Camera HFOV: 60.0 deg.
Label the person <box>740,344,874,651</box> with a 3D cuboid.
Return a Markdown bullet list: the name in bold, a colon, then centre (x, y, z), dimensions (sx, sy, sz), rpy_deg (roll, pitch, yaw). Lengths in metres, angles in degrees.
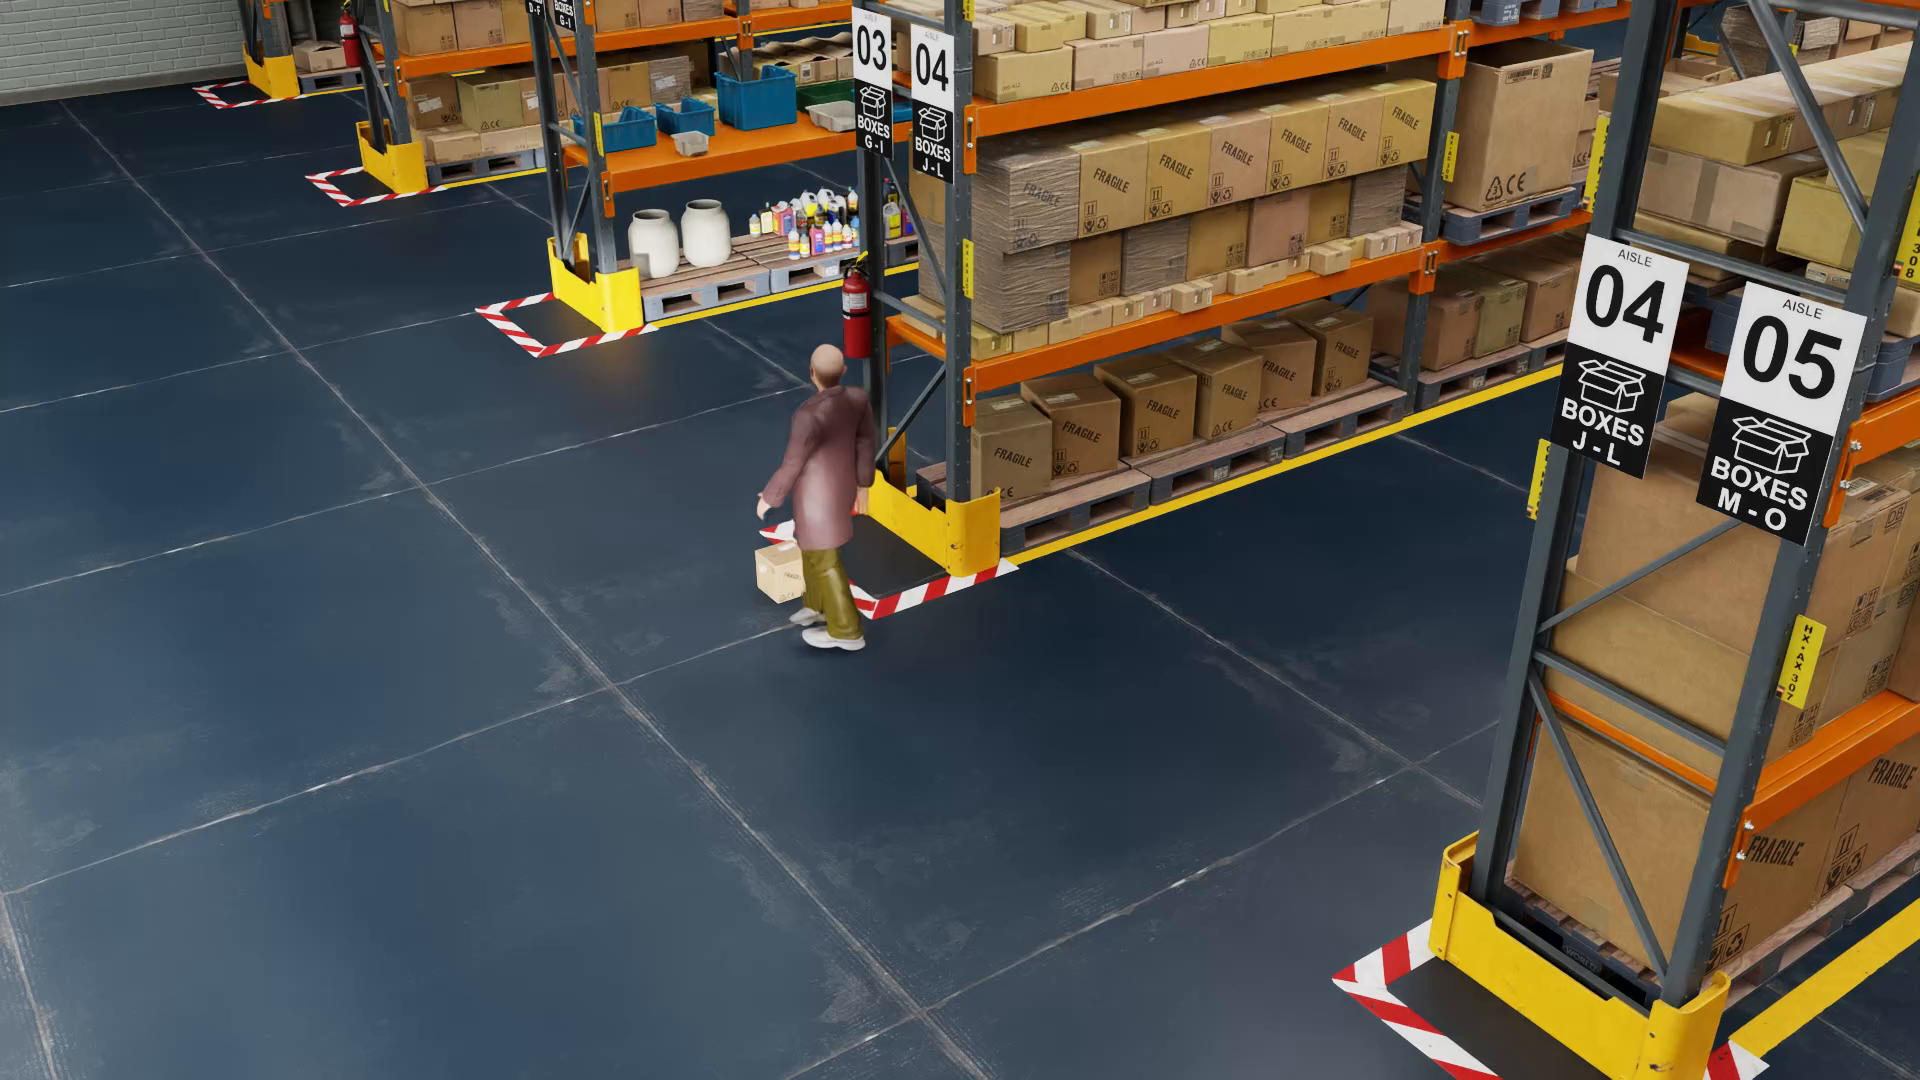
- **person**: centre (-0.861, -0.259, 9.105), dimensions (0.866, 1.770, 0.604), rpy_deg (18, 33, 29)
